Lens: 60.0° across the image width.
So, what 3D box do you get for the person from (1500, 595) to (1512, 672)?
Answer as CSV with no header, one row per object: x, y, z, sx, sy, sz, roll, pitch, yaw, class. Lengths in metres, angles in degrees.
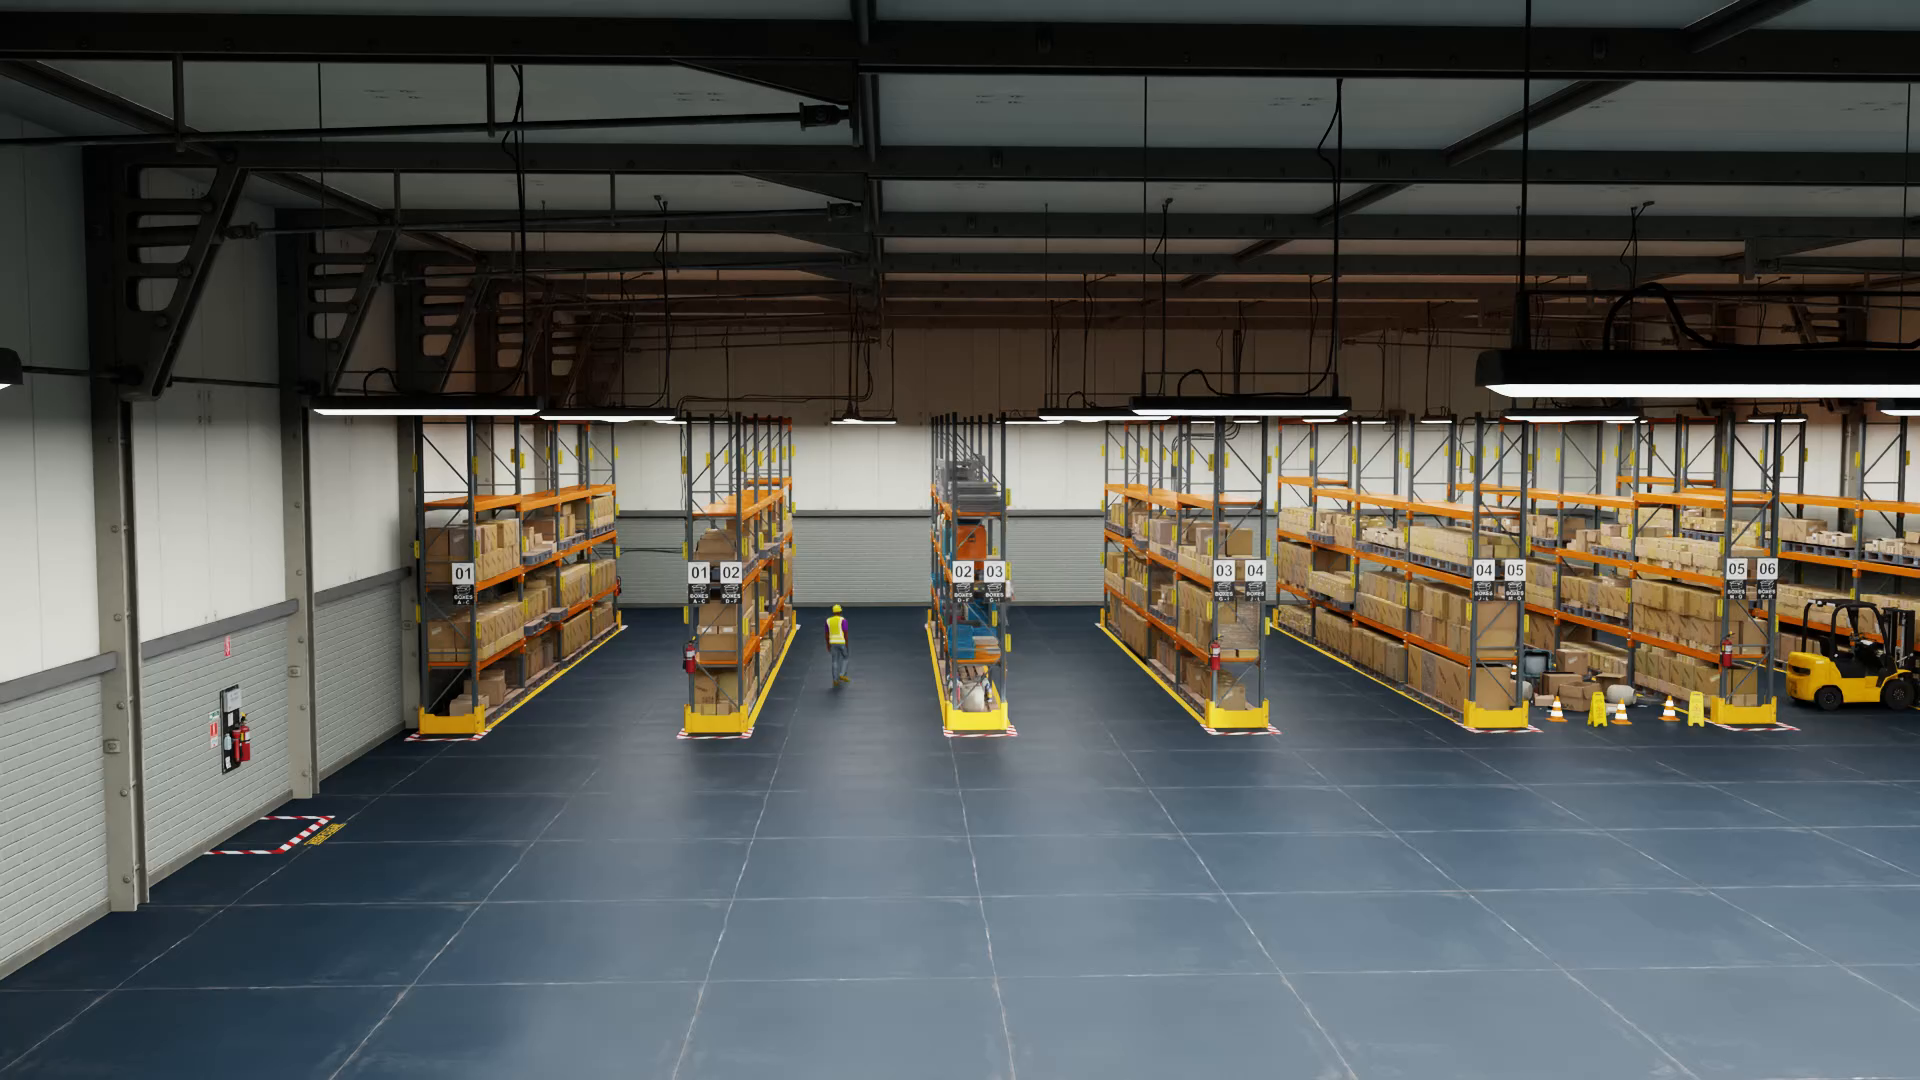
12.728,2.201,38.798,0.511,1.807,0.542,-1,4,-13,person

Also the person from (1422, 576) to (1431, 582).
12.622,1.818,44.896,0.477,1.663,0.512,-2,5,-31,person

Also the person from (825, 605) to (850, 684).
-2.727,2.311,36.988,0.587,1.746,0.529,1,4,11,person

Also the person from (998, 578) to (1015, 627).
1.268,1.604,47.698,0.548,1.740,0.961,-1,4,-21,person
